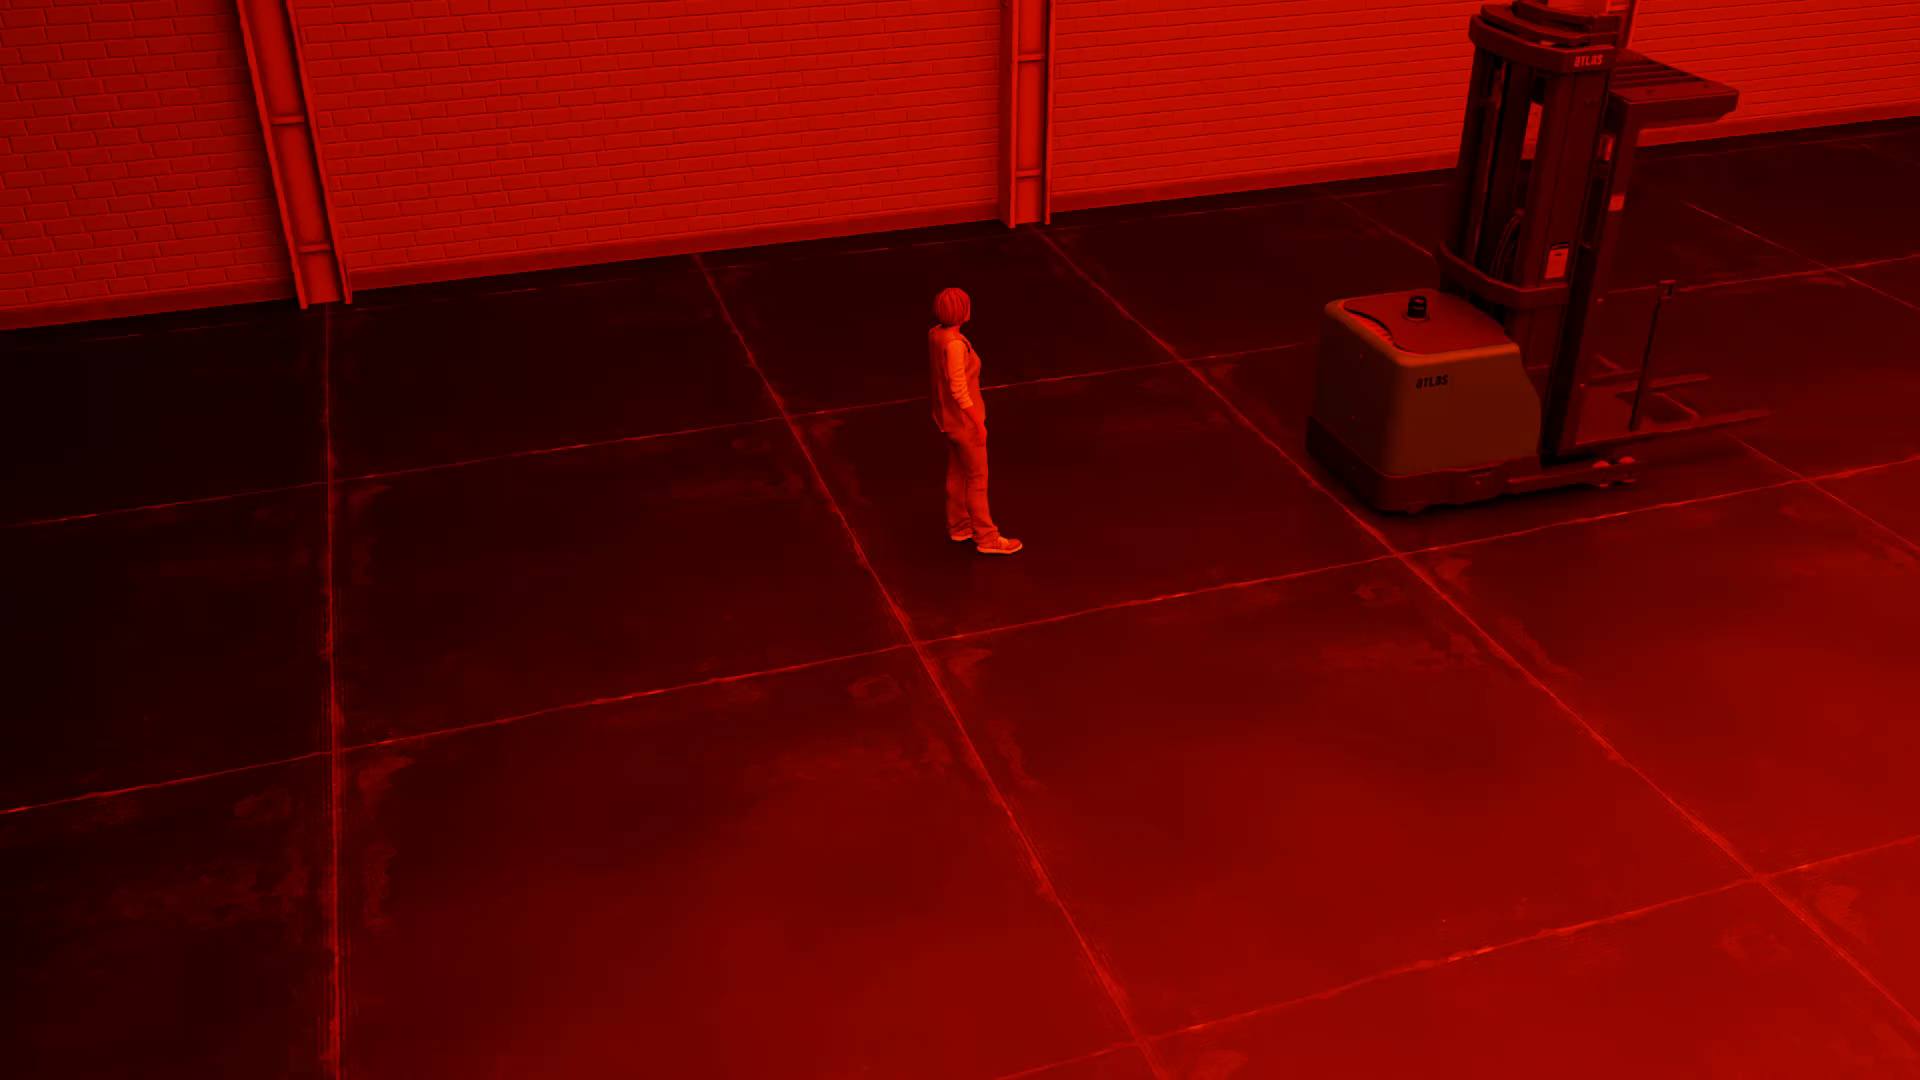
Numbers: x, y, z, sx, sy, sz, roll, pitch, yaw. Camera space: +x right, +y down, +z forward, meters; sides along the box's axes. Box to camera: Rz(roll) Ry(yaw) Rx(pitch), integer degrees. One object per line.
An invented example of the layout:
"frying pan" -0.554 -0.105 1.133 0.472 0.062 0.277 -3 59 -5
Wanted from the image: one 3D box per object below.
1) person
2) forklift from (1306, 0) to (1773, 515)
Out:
"person" 0.074 -0.704 9.633 0.475 1.597 0.520 -10 31 -16
"forklift" 3.855 -1.846 10.295 3.031 2.935 1.130 -9 31 -15
